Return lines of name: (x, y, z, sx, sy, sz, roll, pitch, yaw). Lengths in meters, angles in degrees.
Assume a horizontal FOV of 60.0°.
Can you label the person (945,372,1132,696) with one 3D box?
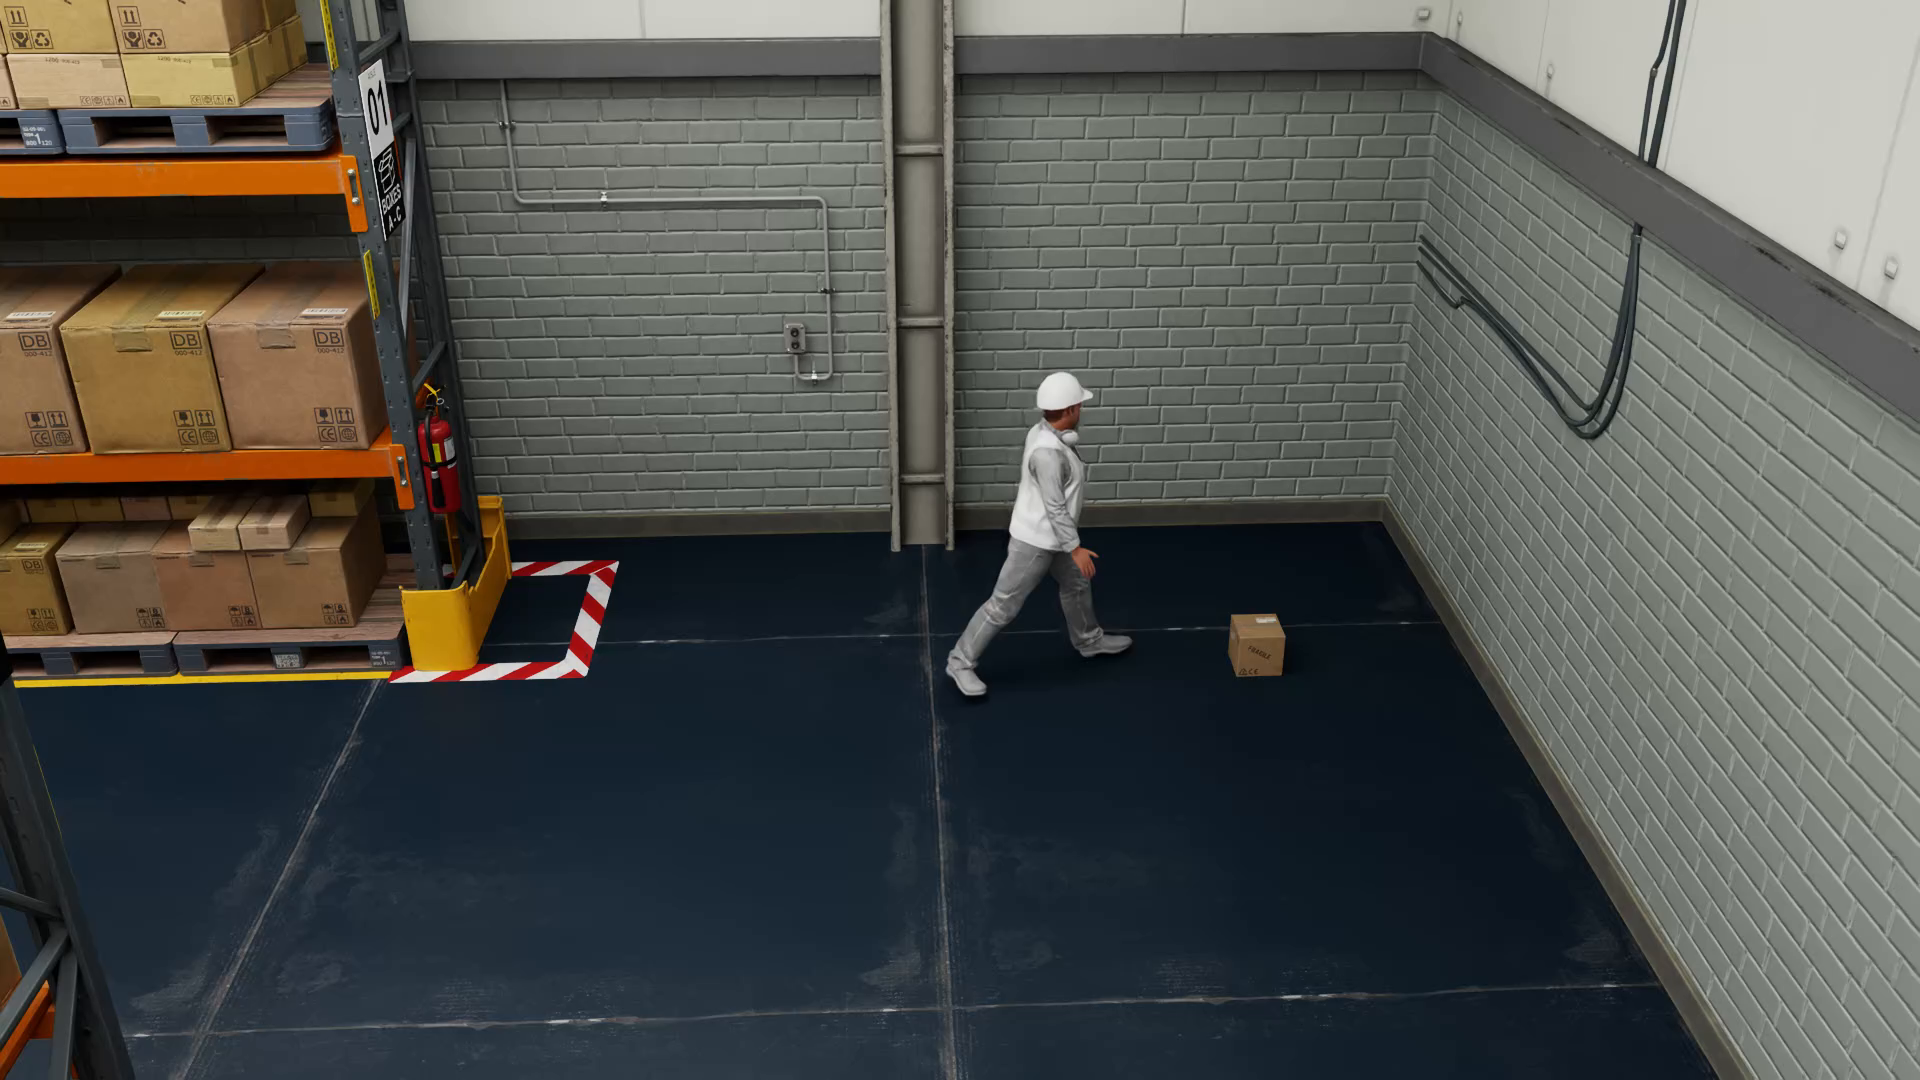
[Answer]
person: (0.431, -0.028, 8.681, 0.980, 1.727, 0.714, 4, 28, 7)
